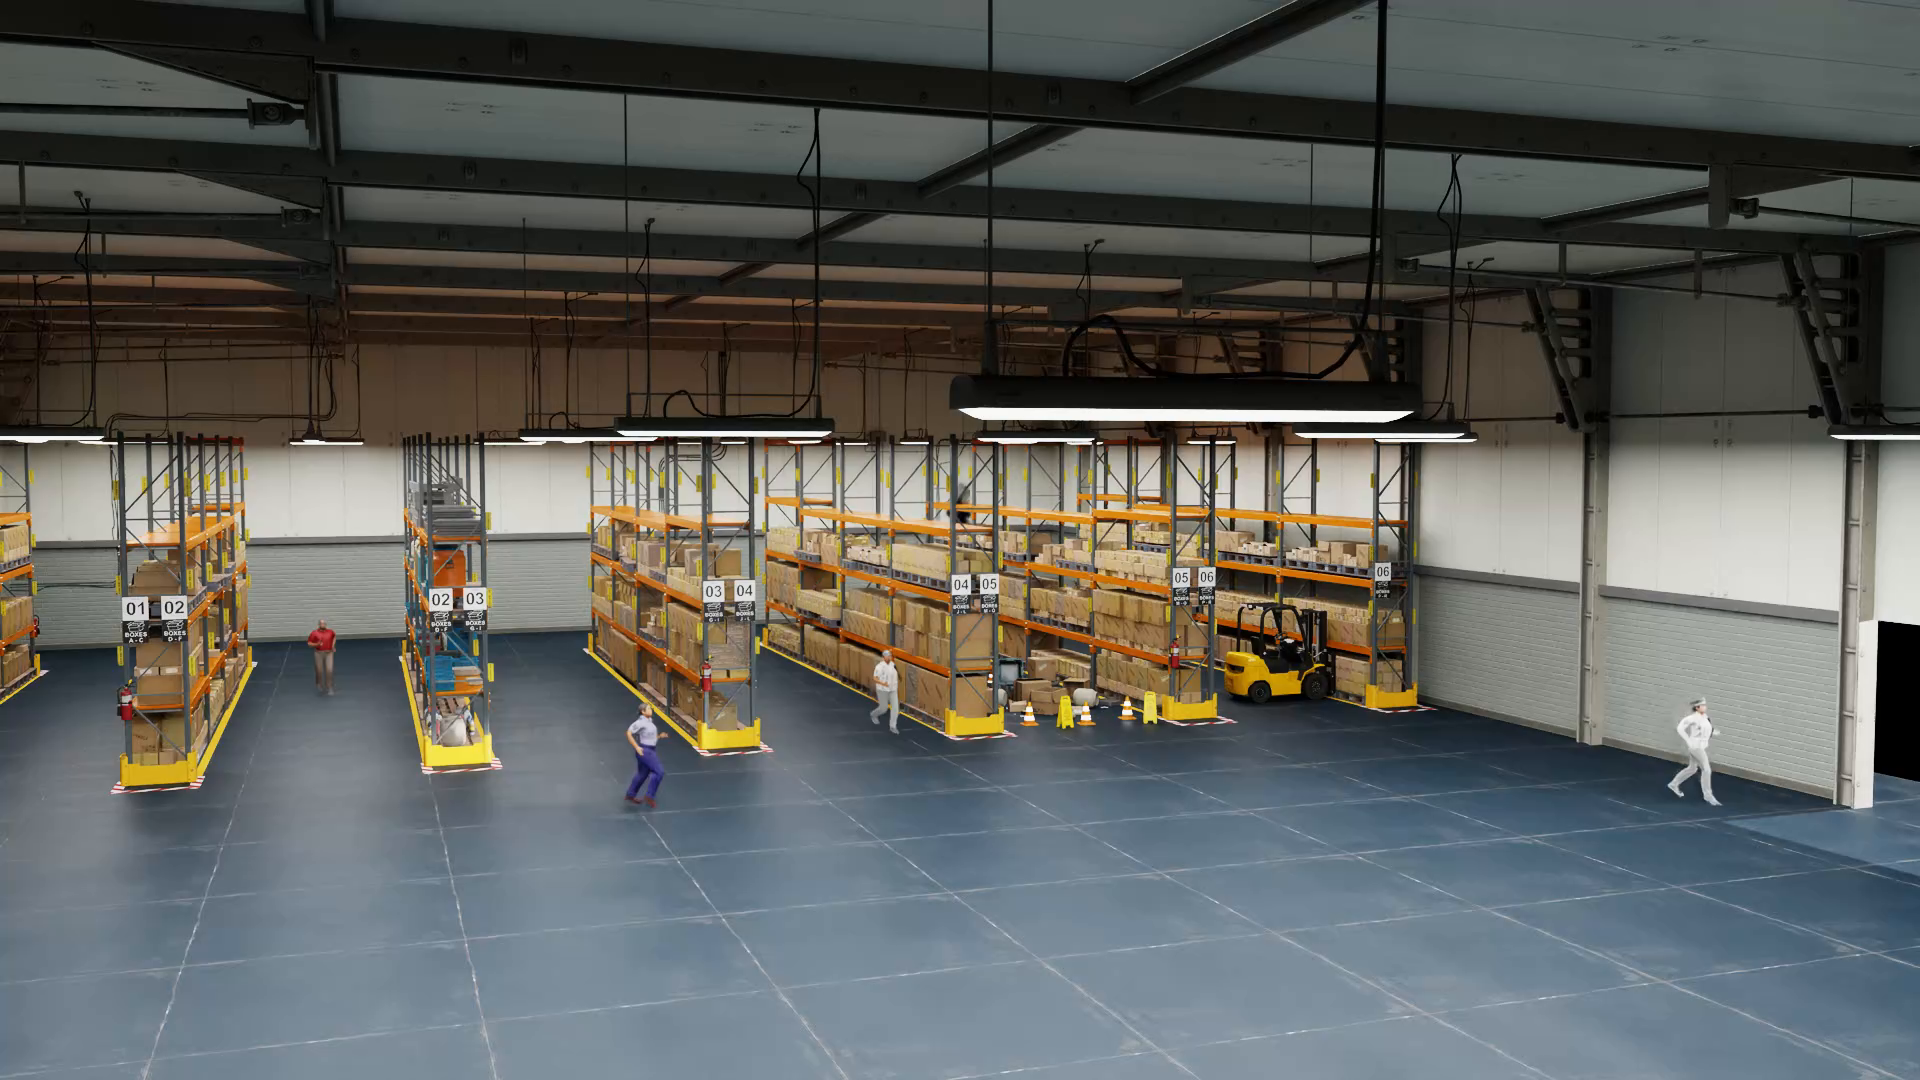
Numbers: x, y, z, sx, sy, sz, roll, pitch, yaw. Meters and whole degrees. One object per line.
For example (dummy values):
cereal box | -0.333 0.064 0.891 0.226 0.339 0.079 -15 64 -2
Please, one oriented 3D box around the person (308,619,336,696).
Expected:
person | -14.780 2.705 38.581 0.657 1.753 0.924 -2 4 -31

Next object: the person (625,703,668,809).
person | -5.004 3.440 26.508 0.718 1.697 0.574 0 3 -3

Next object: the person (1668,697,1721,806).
person | 11.916 3.384 26.896 0.834 1.732 0.592 3 4 42

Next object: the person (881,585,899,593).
person | -2.133 1.746 50.986 0.899 1.812 0.668 -1 3 -20

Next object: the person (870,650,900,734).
person | -1.489 3.050 33.601 0.607 1.667 0.841 -2 4 -35
